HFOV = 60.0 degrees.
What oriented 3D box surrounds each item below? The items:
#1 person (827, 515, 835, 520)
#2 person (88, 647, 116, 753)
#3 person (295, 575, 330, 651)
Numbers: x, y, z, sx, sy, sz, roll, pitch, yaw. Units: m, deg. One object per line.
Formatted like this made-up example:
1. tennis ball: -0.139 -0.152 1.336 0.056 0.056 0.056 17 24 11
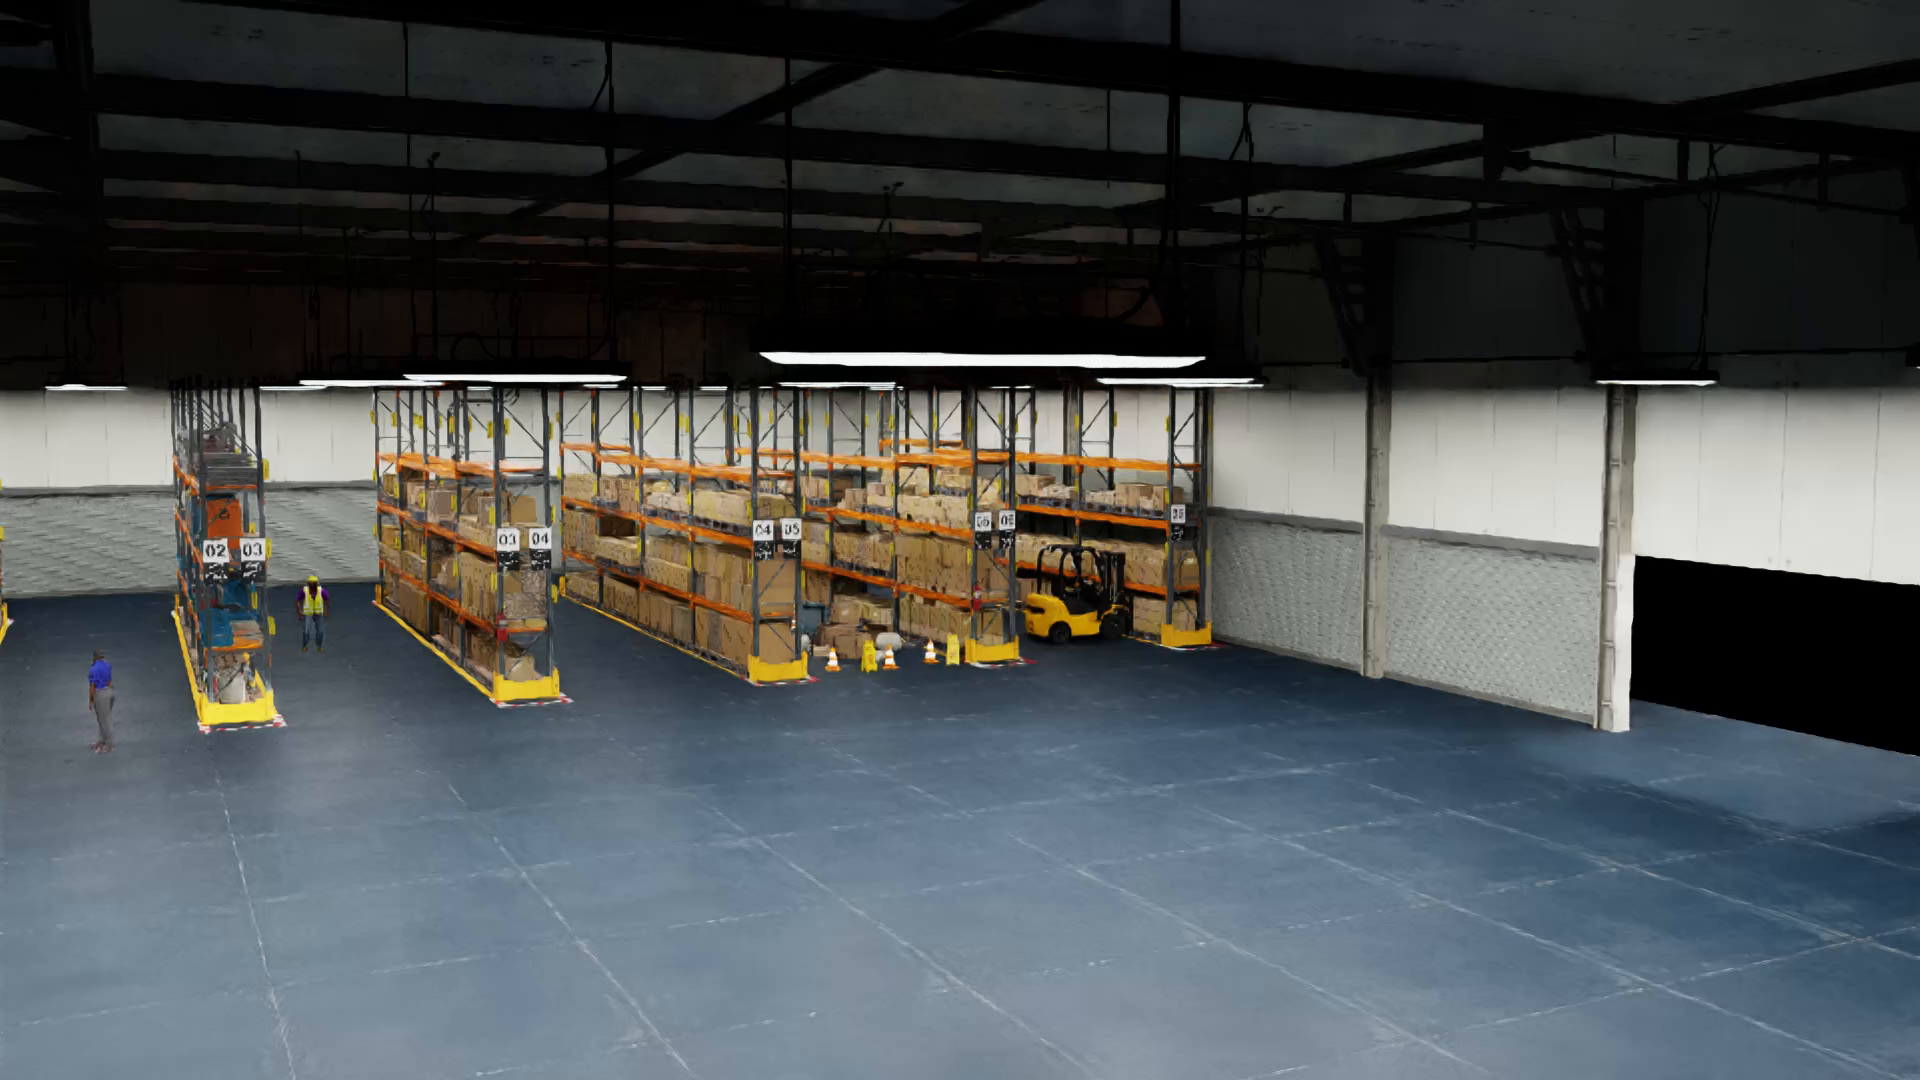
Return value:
1. person: -4.210 -0.085 55.568 0.696 1.718 0.481 3 6 28
2. person: -13.710 2.529 26.510 0.551 1.653 0.573 0 5 2
3. person: -14.264 1.618 36.657 0.719 1.714 0.578 -3 6 -28
